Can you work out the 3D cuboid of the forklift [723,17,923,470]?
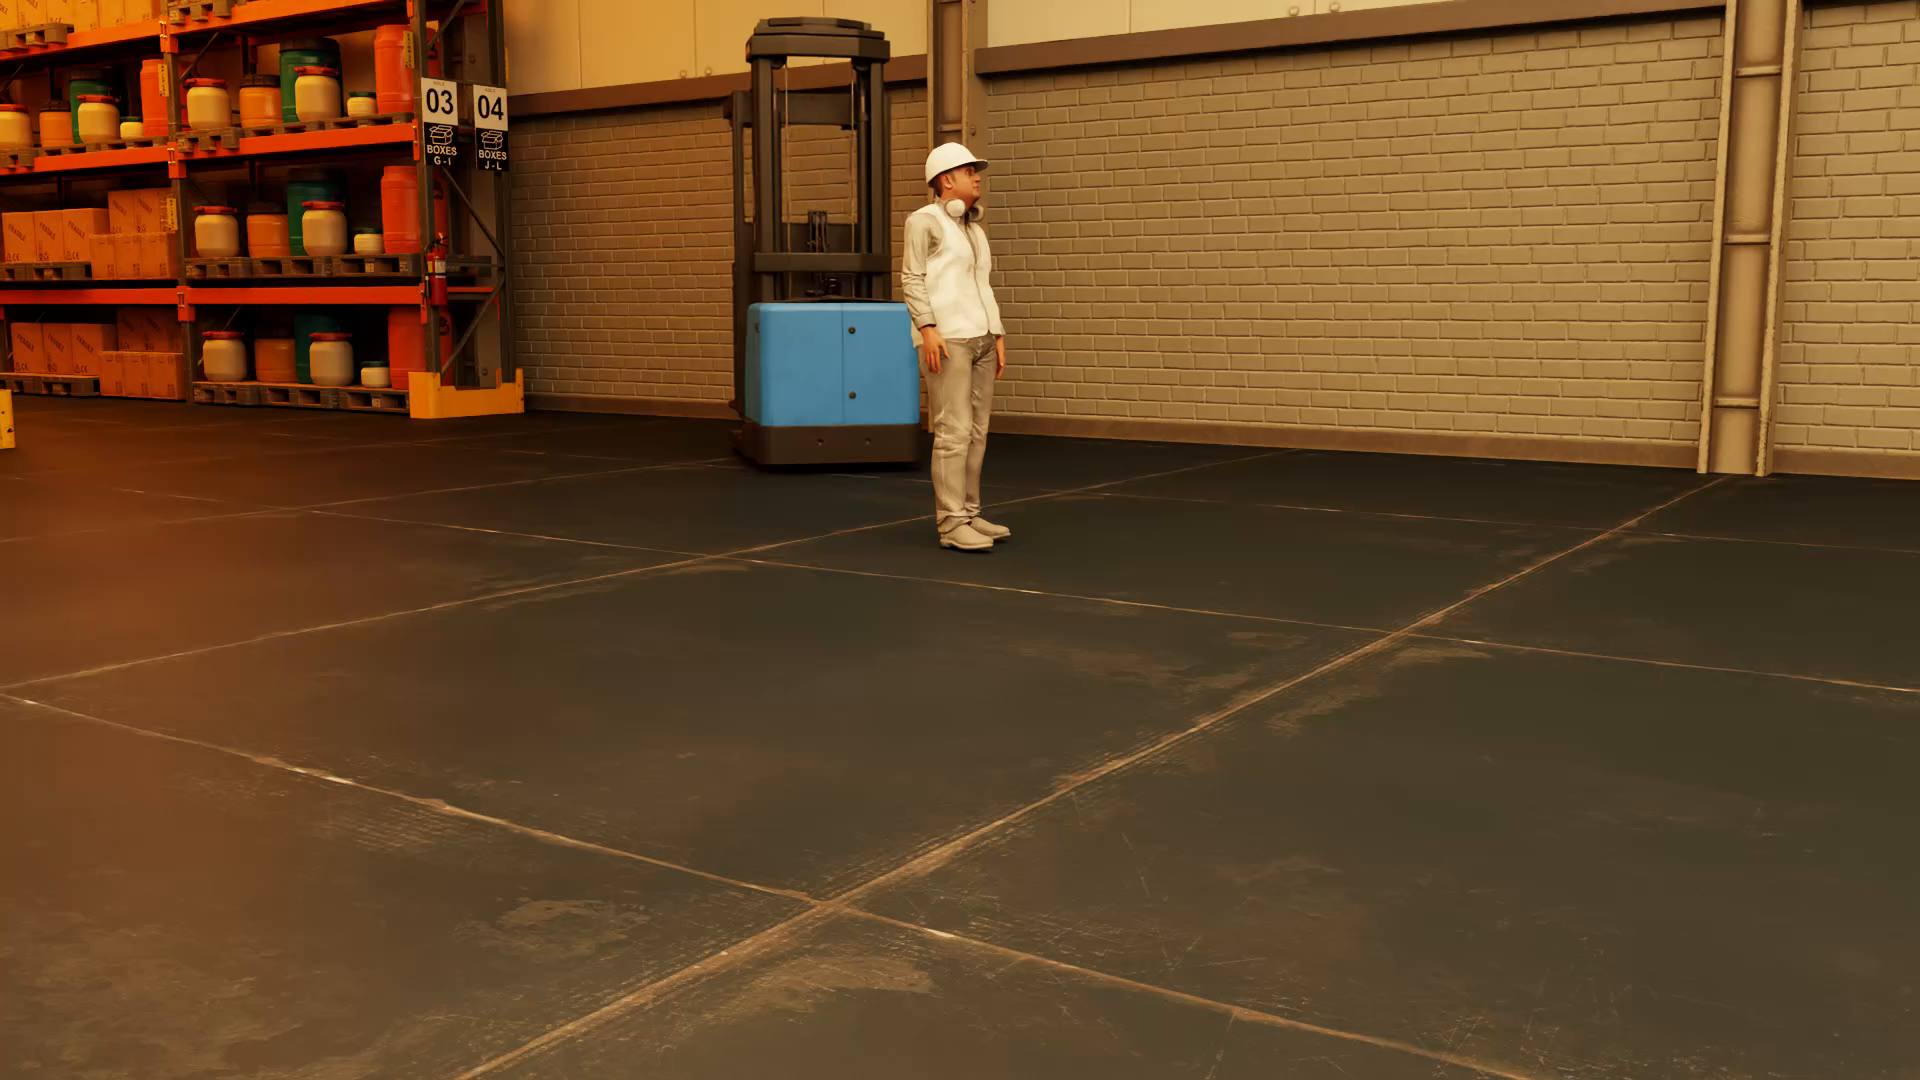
[{"bbox_3d":[-1.073,-2.072,11.767,1.130,2.935,3.031,-2,8,-13],"label":"forklift"}]

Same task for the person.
[{"bbox_3d":[0.047,-0.880,7.437,0.568,1.773,0.632,5,10,34],"label":"person"}]
